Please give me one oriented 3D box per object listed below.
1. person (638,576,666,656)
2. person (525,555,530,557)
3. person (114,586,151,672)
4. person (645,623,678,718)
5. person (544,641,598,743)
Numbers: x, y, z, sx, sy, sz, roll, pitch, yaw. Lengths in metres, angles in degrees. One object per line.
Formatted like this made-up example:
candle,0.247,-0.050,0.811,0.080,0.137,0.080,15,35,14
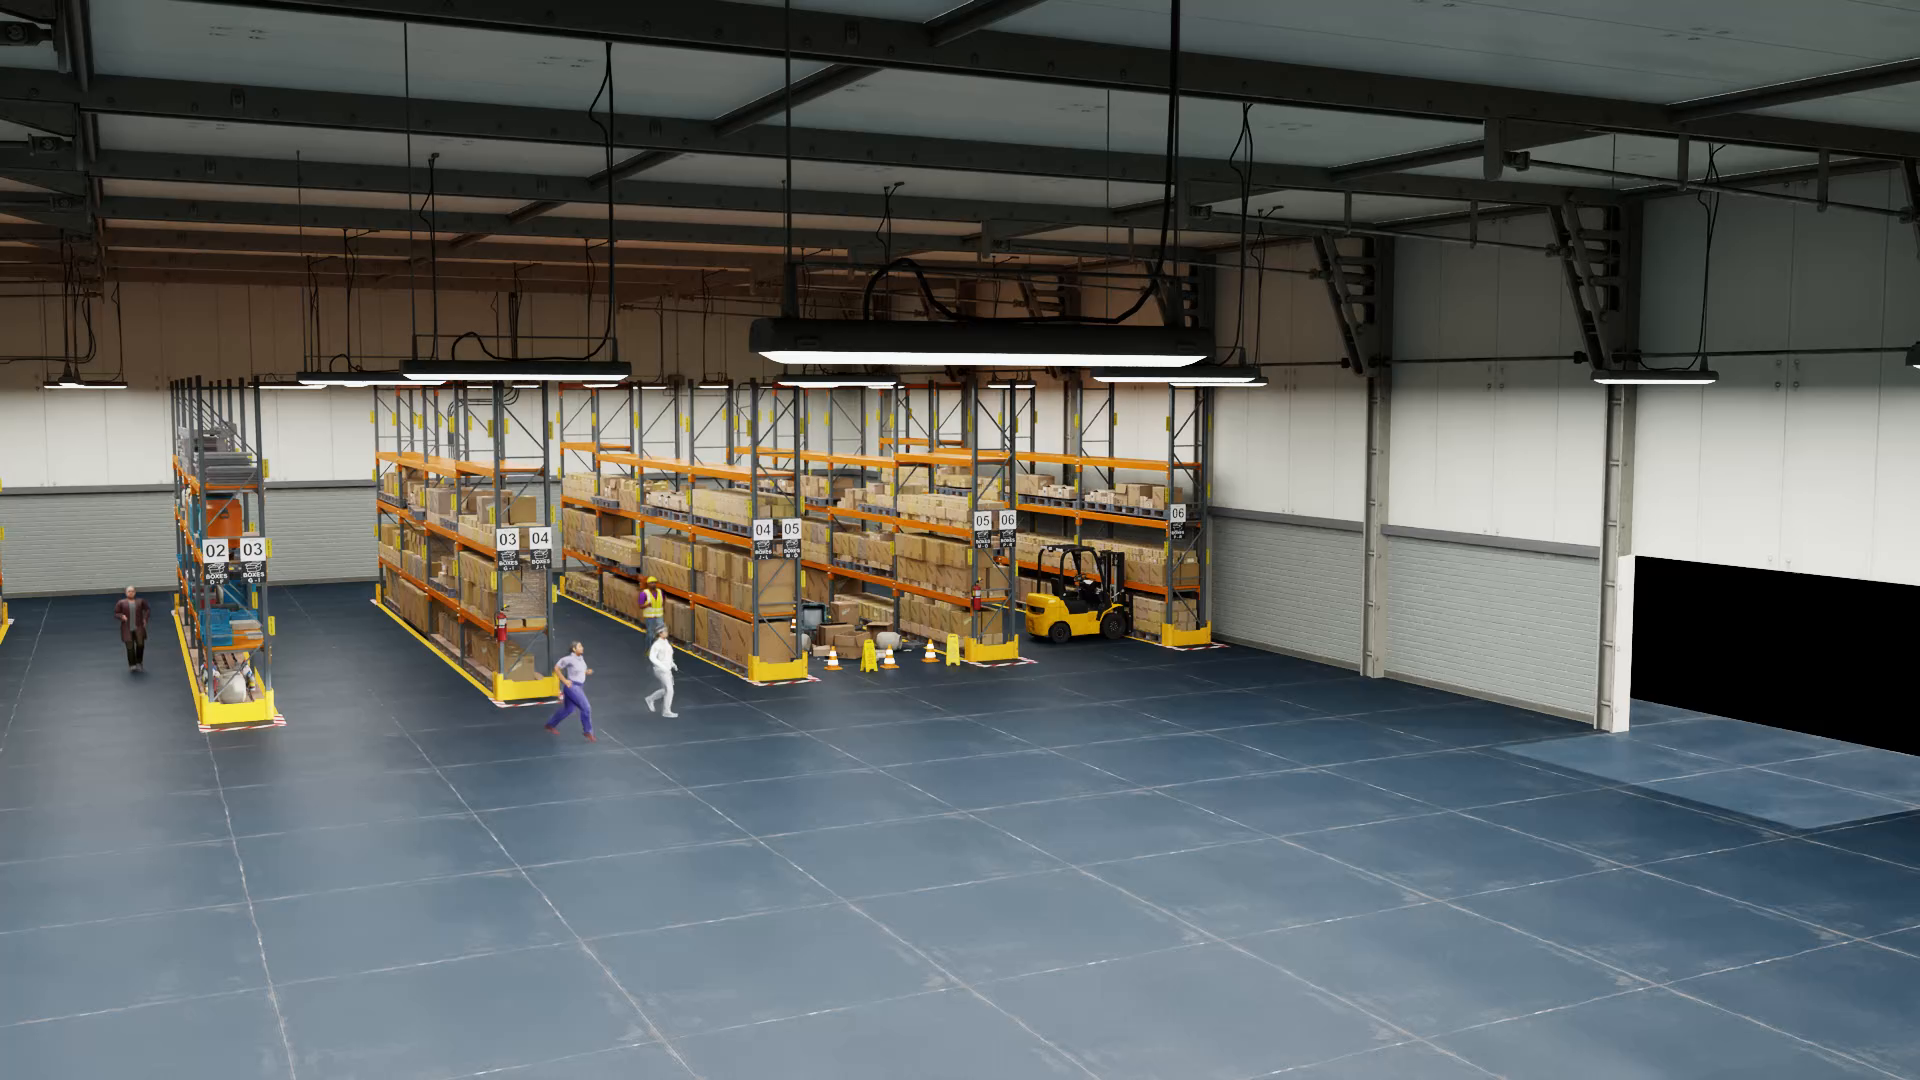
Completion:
person,-6.555,1.682,35.608,0.673,1.812,0.706,-3,6,-27
person,-12.391,0.722,47.323,0.710,1.651,0.775,2,5,19
person,-16.866,1.832,33.933,0.694,1.765,0.675,-3,6,-30
person,-5.280,2.292,29.262,0.618,1.667,0.643,1,5,10
person,-6.392,2.536,27.340,0.942,1.619,0.573,0,5,0
